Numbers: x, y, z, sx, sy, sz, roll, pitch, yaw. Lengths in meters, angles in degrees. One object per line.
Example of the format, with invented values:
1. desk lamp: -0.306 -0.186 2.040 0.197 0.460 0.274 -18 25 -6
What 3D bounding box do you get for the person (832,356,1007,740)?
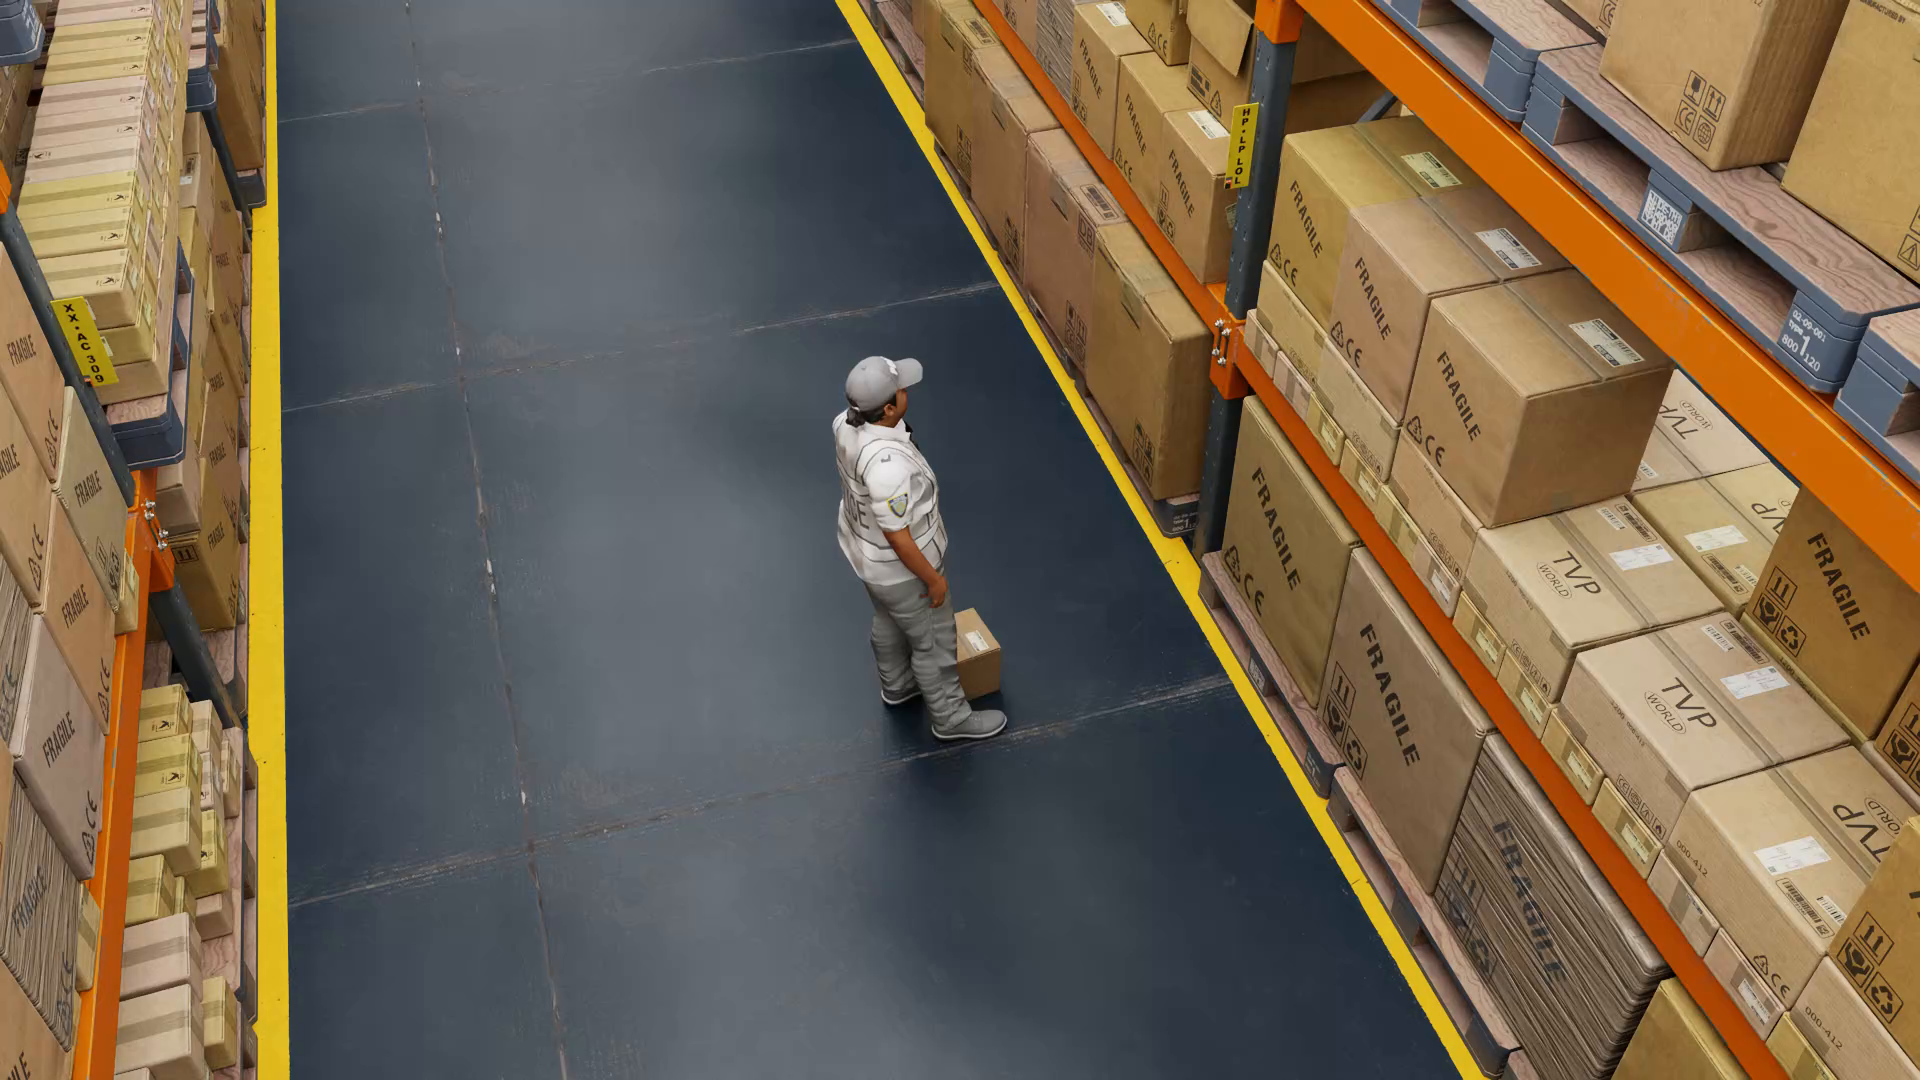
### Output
1. person: -0.156 0.025 6.114 0.525 1.670 0.598 -17 45 -17
